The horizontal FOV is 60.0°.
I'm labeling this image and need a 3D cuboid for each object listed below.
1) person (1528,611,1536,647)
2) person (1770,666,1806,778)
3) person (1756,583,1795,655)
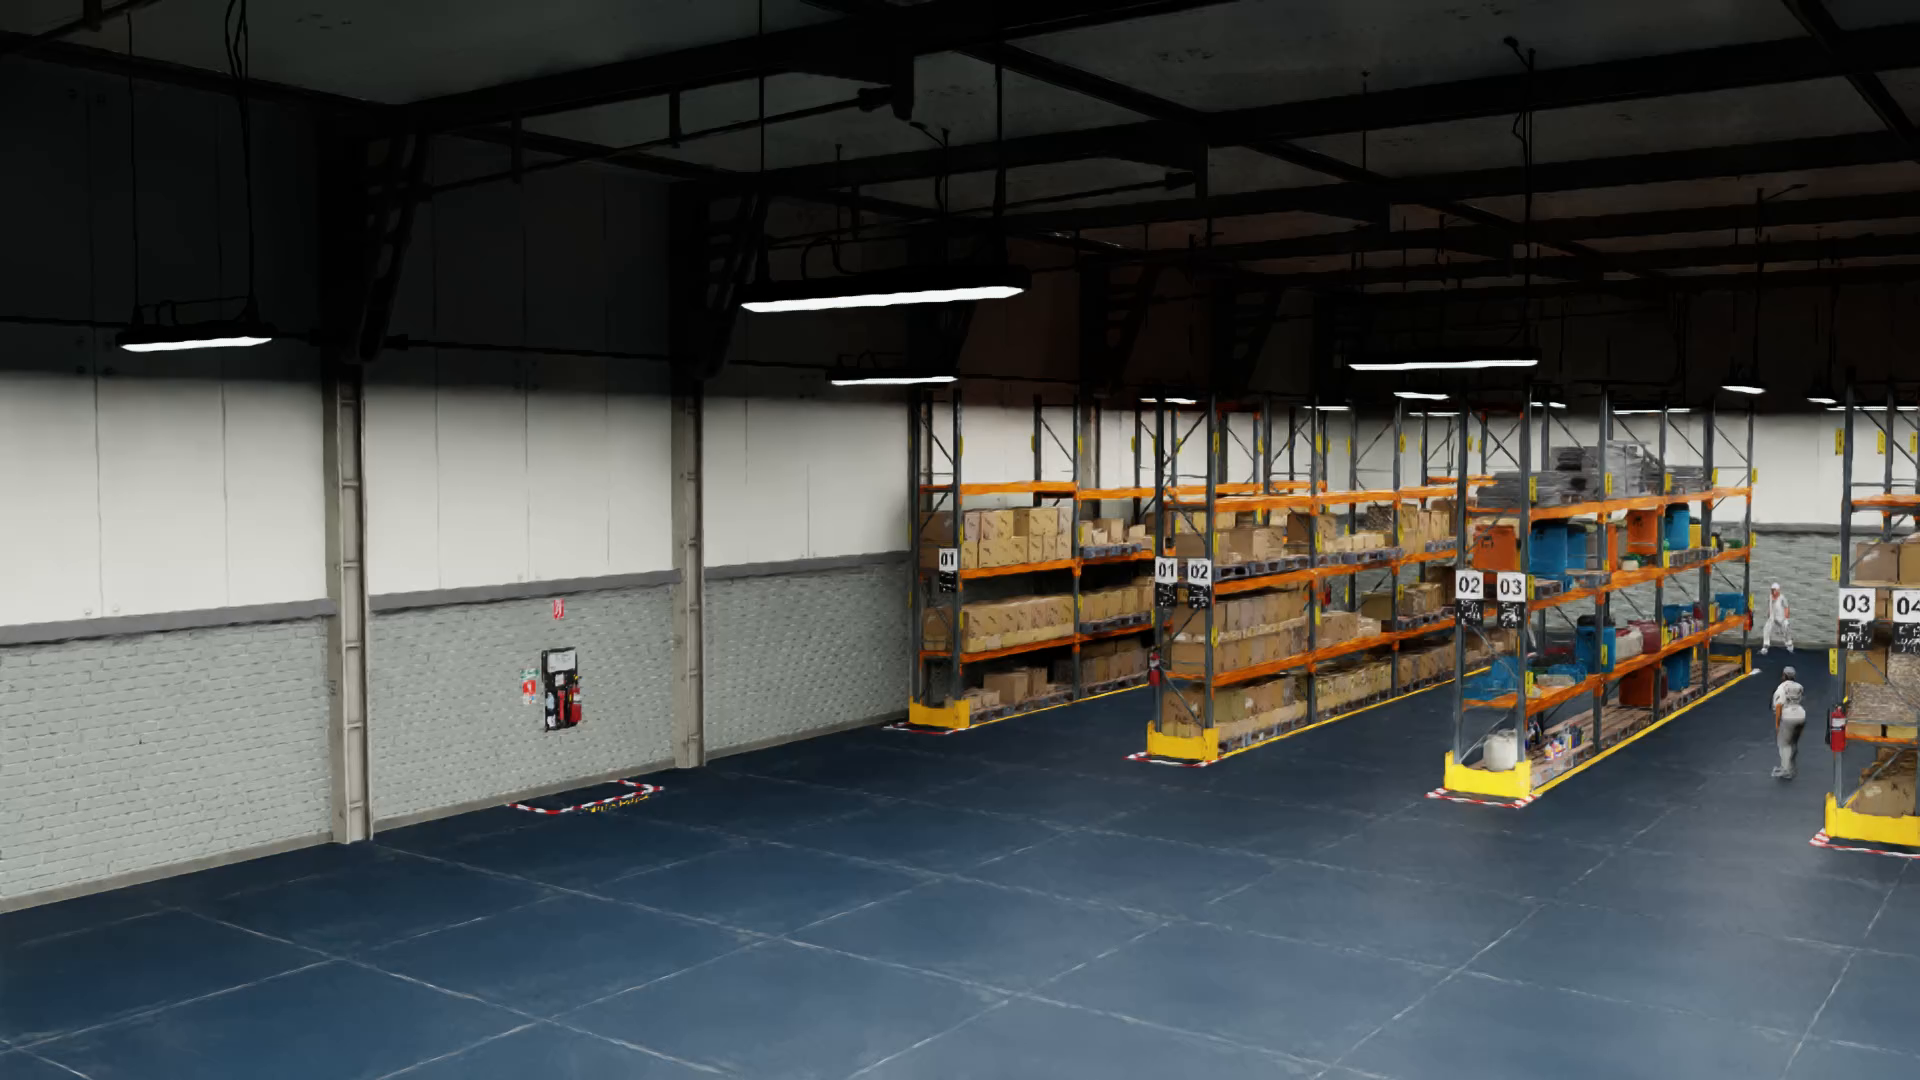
[{"bbox_3d":[13.929,1.794,41.051,0.569,1.751,0.592,-1,3,-18],"label":"person"},{"bbox_3d":[12.458,2.732,25.093,0.523,1.666,0.480,-1,4,-23],"label":"person"},{"bbox_3d":[19.477,1.887,39.624,0.980,1.737,0.596,-2,4,-33],"label":"person"}]
